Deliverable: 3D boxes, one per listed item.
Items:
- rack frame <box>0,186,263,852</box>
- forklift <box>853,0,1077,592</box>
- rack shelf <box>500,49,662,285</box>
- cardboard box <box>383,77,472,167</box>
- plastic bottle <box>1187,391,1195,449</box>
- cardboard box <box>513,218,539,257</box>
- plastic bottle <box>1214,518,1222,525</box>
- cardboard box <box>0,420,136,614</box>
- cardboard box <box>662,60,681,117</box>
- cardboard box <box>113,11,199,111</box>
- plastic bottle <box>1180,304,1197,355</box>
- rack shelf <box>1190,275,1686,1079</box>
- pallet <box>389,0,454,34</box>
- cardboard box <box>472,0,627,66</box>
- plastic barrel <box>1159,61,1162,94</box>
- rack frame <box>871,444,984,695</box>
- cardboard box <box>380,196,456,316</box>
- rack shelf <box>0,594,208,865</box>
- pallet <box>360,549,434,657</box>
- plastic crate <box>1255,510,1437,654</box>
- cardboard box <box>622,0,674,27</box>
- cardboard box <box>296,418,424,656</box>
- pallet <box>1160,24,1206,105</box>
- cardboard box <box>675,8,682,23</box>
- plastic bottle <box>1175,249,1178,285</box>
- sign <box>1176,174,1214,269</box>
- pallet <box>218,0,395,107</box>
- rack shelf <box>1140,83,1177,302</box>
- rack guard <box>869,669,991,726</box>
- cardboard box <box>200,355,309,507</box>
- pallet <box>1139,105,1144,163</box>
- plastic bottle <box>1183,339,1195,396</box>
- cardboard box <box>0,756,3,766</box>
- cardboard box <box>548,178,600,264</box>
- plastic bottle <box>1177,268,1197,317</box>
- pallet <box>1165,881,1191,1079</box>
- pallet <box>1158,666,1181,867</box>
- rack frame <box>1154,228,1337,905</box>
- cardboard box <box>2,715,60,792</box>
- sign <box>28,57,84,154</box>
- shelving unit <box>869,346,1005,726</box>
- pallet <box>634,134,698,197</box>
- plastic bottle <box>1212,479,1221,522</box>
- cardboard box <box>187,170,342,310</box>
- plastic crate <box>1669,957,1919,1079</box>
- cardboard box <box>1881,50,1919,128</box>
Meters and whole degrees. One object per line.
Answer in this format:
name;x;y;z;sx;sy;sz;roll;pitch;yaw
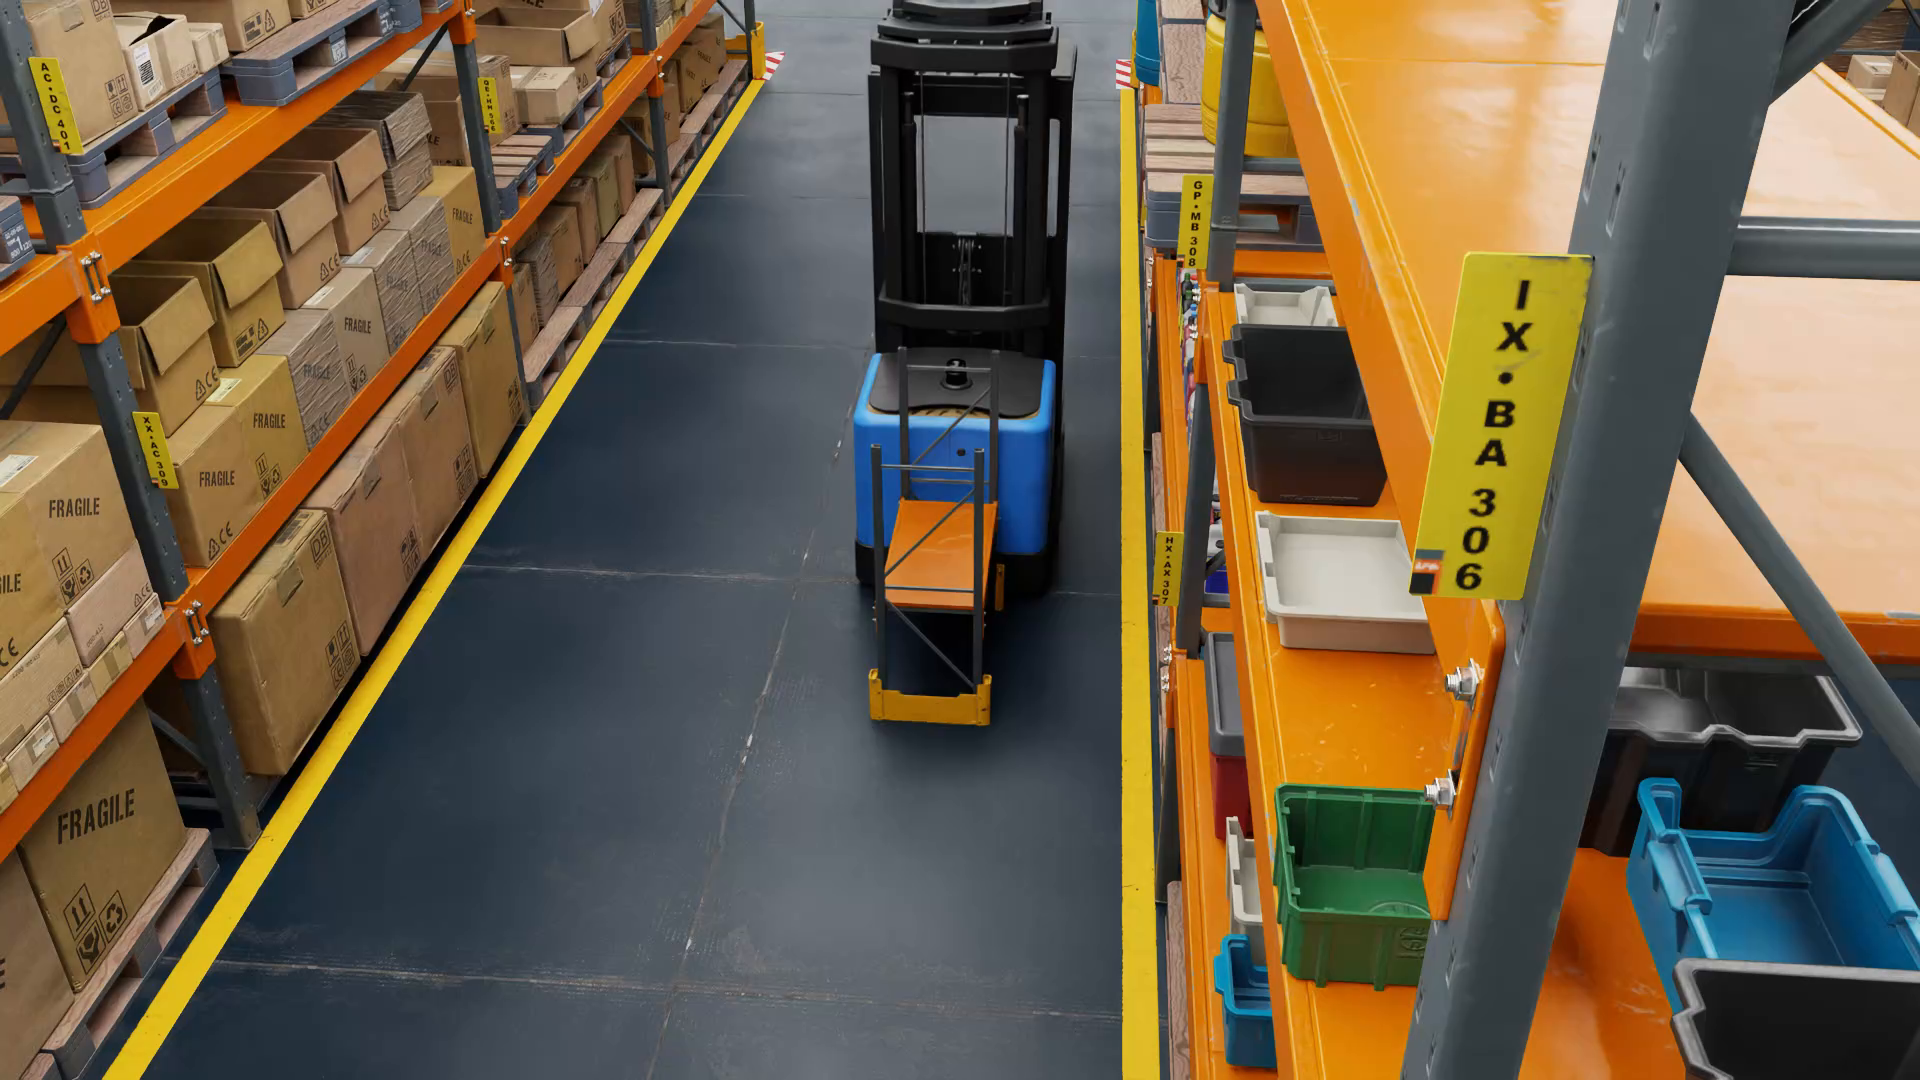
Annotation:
rack frame;-3.610;0.041;6.605;1.000;3.000;0.127;2;32;4
forklift;0.078;-1.717;9.522;1.130;2.935;3.031;3;32;4
rack shelf;-3.121;-2.791;11.885;1.077;0.370;4.000;2;32;4
cardboard box;-3.280;-2.556;10.324;0.500;0.500;0.500;-1;32;-2
plastic bottle;1.137;-0.561;7.700;0.152;0.276;0.135;2;32;4
cardboard box;-3.226;-2.123;11.364;0.500;0.250;0.500;6;32;10
plastic bottle;1.090;-0.012;6.880;0.097;0.201;0.097;0;32;0
cardboard box;-3.381;-0.090;5.961;0.500;0.500;0.500;3;32;5
cardboard box;-2.875;-4.093;15.294;0.500;0.500;0.500;0;32;0
cardboard box;-3.431;-1.947;6.656;0.500;0.311;0.500;1;32;2
plastic bottle;1.191;-1.080;8.547;0.097;0.271;0.097;0;32;0
rack shelf;1.164;0.327;3.967;1.077;0.370;4.000;2;32;4
pallet;-3.284;-2.909;8.712;1.213;0.211;1.003;4;32;6
cardboard box;-3.163;-4.167;12.461;1.000;1.000;1.000;3;32;4
plastic barrel;1.682;-3.498;12.218;0.433;0.535;0.433;0;32;0
rack frame;-0.144;0.232;7.725;0.500;1.500;0.032;3;32;4
cardboard box;-3.124;-1.565;9.115;0.500;0.500;0.500;2;32;4
rack shelf;-3.772;1.393;5.097;1.077;0.370;4.000;2;32;4
pallet;-3.525;0.181;9.035;1.003;0.211;1.213;2;32;4
plastic crate;0.922;0.088;3.921;0.437;0.136;0.530;2;32;4
cardboard box;-2.860;-4.545;13.667;0.875;0.500;0.500;2;32;4
cardboard box;-3.506;-0.036;8.355;1.225;0.875;0.875;1;32;2
pallet;1.383;-1.952;7.159;1.003;0.211;1.213;2;32;4
cardboard box;-2.604;-4.528;14.259;0.380;0.149;0.250;2;32;4
plastic bottle;1.295;-1.574;9.344;0.152;0.276;0.135;2;32;4
sign;0.779;-1.053;5.512;0.100;0.325;0.005;2;32;4
pallet;-3.372;-2.324;7.763;1.003;0.211;1.213;4;32;6
rack shelf;1.815;-2.579;11.542;1.077;0.370;4.000;2;32;4
rack guard;-0.143;0.763;8.054;0.587;0.250;0.087;3;32;4
cardboard box;-3.283;-0.495;7.379;0.500;0.500;0.500;3;32;4
pallet;2.171;-3.733;15.387;1.003;0.211;1.213;2;32;4
plastic bottle;1.182;-0.849;8.167;0.152;0.276;0.135;2;32;4
cardboard box;-3.465;0.757;5.301;0.500;0.250;0.500;3;32;5
cardboard box;-3.132;-2.404;12.536;0.700;0.500;0.500;0;32;0
plastic bottle;1.257;-1.332;8.951;0.152;0.276;0.135;2;32;4
pallet;1.306;1.825;6.367;1.003;0.211;1.213;2;32;4
pallet;1.431;1.038;7.645;1.003;0.211;1.213;2;32;4
rack frame;1.327;0.252;6.262;1.000;3.000;0.127;2;32;4
cardboard box;-3.371;0.724;5.735;0.380;0.149;0.250;3;32;5
sign;-3.056;-1.467;5.625;0.100;0.325;0.005;2;32;4
shelving unit;-0.101;-0.029;8.148;0.587;1.500;1.083;3;32;4
pallet;-2.939;-3.308;14.697;1.003;0.211;1.213;2;32;4
plastic bottle;1.067;-0.106;6.961;0.152;0.276;0.135;2;32;4
cardboard box;-3.463;-1.447;7.968;0.797;0.503;0.637;3;32;6
plastic crate;1.310;0.933;2.423;0.497;0.269;0.590;2;32;4
cardboard box;6.793;-3.084;11.580;0.500;0.500;0.500;5;32;8
